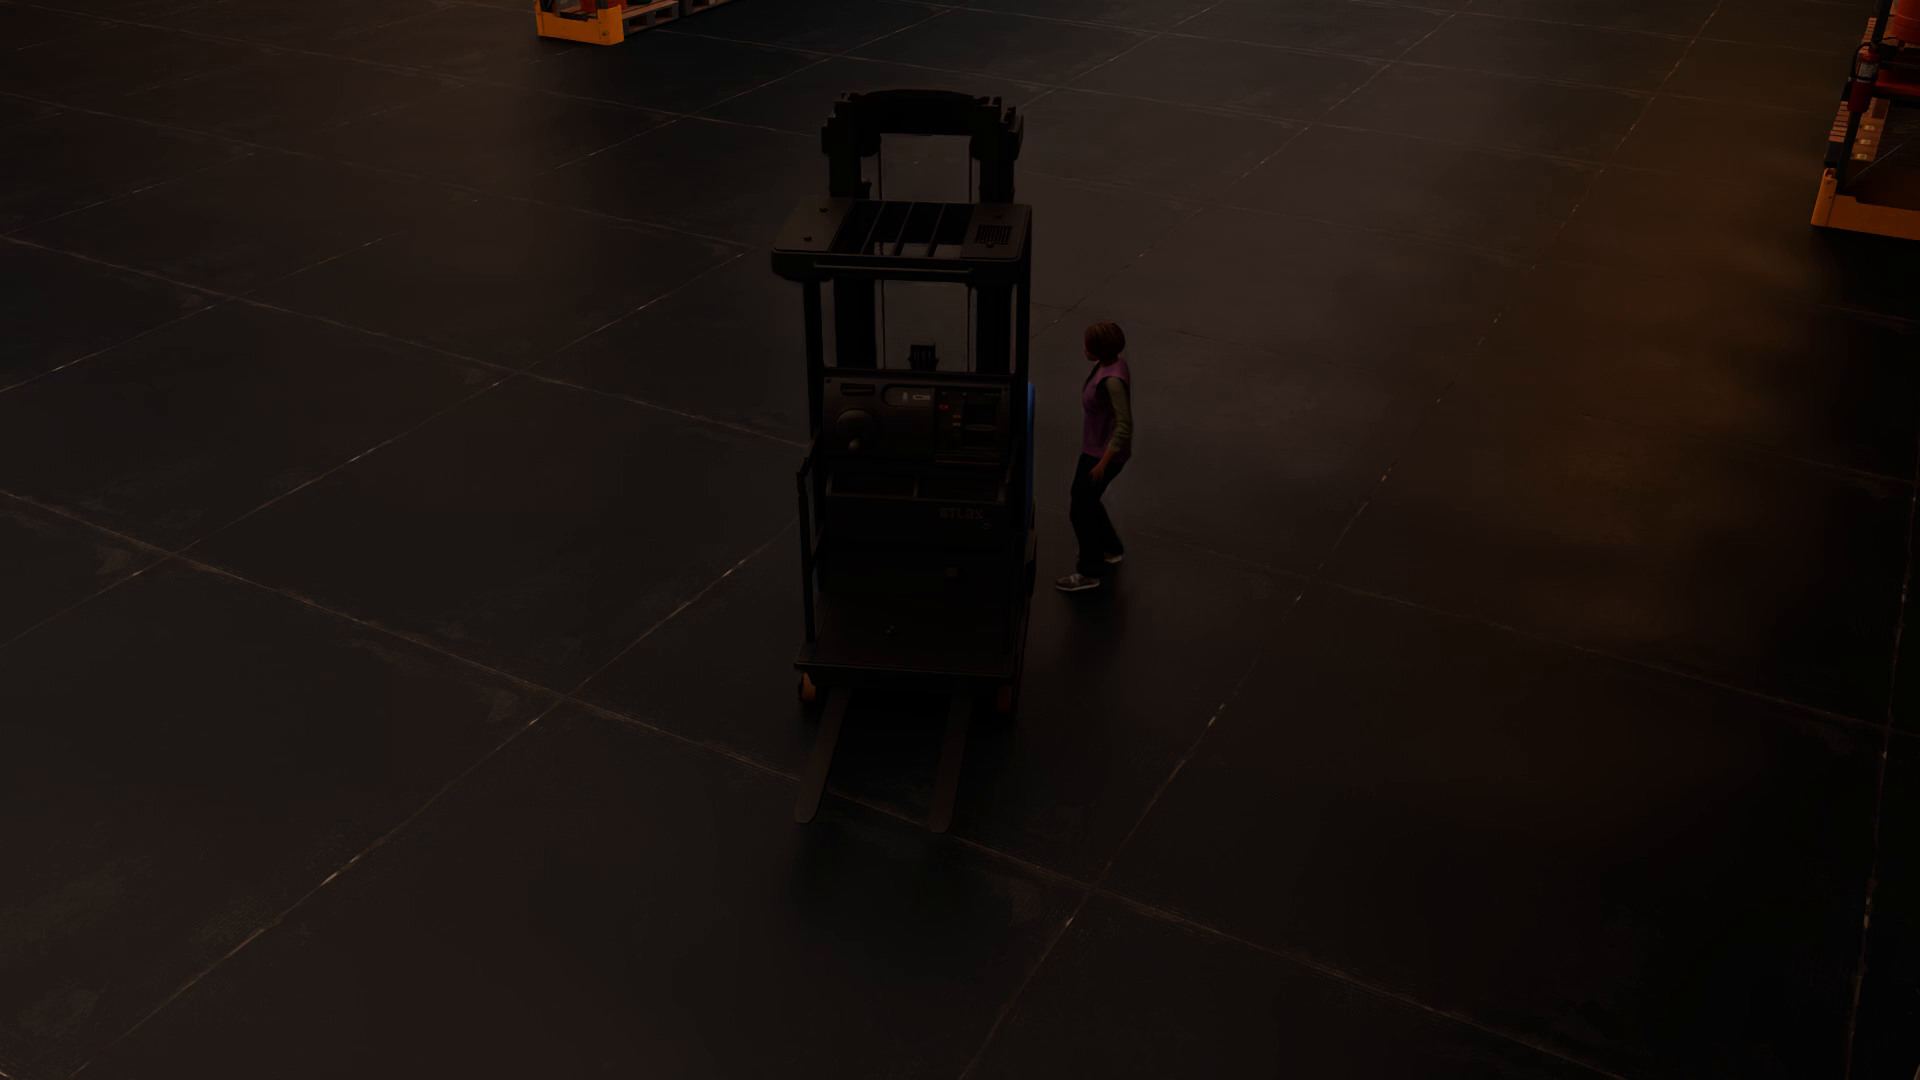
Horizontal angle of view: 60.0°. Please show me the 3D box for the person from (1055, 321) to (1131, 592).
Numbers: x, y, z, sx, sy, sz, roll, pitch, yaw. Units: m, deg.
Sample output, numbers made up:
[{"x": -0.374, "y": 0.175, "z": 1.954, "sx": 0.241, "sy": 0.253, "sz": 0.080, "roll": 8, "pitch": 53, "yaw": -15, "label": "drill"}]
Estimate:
[{"x": 0.752, "y": -0.505, "z": 9.323, "sx": 0.412, "sy": 1.553, "sz": 0.694, "roll": 1, "pitch": 30, "yaw": 1, "label": "person"}]

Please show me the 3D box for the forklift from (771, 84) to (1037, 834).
[{"x": -0.235, "y": -0.555, "z": 8.033, "sx": 1.130, "sy": 2.935, "sz": 3.031, "roll": 3, "pitch": 30, "yaw": 5, "label": "forklift"}]
